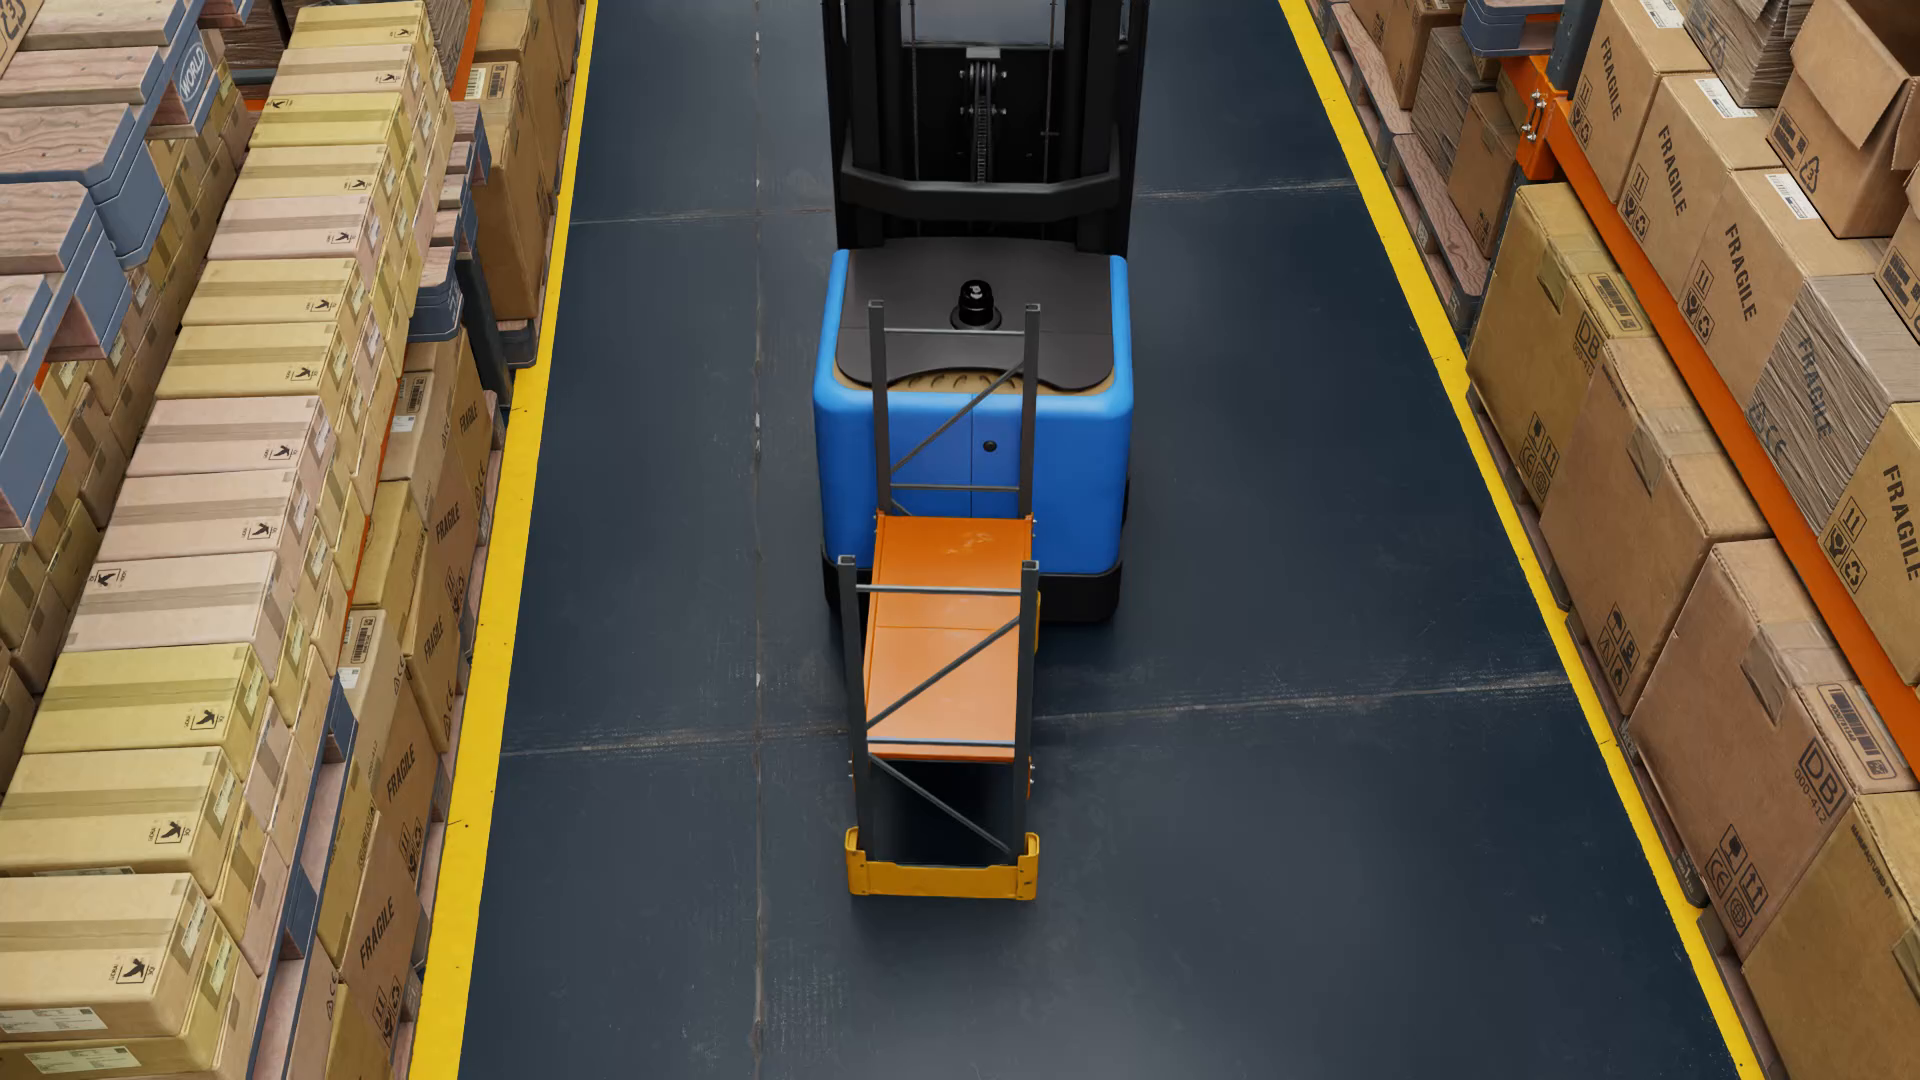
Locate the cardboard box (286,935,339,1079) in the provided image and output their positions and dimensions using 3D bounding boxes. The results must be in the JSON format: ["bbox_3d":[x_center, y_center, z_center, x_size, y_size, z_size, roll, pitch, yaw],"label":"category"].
[{"bbox_3d":[-1.791,1.223,3.942,0.500,0.250,0.500,-5,47,-5],"label":"cardboard box"}]

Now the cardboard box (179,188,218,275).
[{"bbox_3d":[-2.445,-0.910,4.930,0.380,0.149,0.250,-1,47,-1],"label":"cardboard box"}]

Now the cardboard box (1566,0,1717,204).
[{"bbox_3d":[2.393,-1.472,5.509,0.500,0.500,0.500,-2,47,-2],"label":"cardboard box"}]

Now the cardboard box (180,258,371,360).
[{"bbox_3d":[-1.723,-0.578,4.205,0.380,0.149,0.250,-1,47,-1],"label":"cardboard box"}]

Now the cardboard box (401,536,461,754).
[{"bbox_3d":[-1.911,0.355,5.280,0.500,0.500,0.500,-5,47,-5],"label":"cardboard box"}]

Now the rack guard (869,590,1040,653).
[{"bbox_3d":[-0.017,0.278,5.815,0.587,0.250,0.087,2,47,1],"label":"rack guard"}]

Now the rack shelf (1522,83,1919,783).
[{"bbox_3d":[2.791,-0.111,4.785,1.077,0.370,4.000,-3,47,-3],"label":"rack shelf"}]

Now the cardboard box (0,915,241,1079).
[{"bbox_3d":[-1.567,0.843,3.064,0.380,0.149,0.250,-3,47,-3],"label":"cardboard box"}]

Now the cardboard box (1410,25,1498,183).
[{"bbox_3d":[2.489,-1.982,7.479,0.700,0.500,0.500,-7,47,-7],"label":"cardboard box"}]

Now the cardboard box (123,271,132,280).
[{"bbox_3d":[-2.394,-0.735,4.354,0.380,0.149,0.250,-2,47,-1],"label":"cardboard box"}]

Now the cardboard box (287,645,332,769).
[{"bbox_3d":[-1.633,0.383,3.706,0.380,0.149,0.250,-3,47,-3],"label":"cardboard box"}]

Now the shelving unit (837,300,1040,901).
[{"bbox_3d":[-0.036,0.209,5.019,0.587,1.500,1.083,2,47,1],"label":"shelving unit"}]

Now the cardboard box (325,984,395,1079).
[{"bbox_3d":[-1.790,1.481,4.214,0.500,0.500,0.500,-2,47,-2],"label":"cardboard box"}]

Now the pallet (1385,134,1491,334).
[{"bbox_3d":[2.560,-1.412,7.442,1.003,0.211,1.213,-3,47,-3],"label":"pallet"}]

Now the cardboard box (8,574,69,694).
[{"bbox_3d":[-2.314,0.233,3.848,0.380,0.149,0.250,-5,47,-5],"label":"cardboard box"}]

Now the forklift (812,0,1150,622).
[{"bbox_3d":[0.093,-1.778,5.915,1.130,2.935,3.031,2,47,1],"label":"forklift"}]

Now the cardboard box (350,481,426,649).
[{"bbox_3d":[-1.929,0.092,5.013,0.500,0.250,0.500,-2,47,-2],"label":"cardboard box"}]

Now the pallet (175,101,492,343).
[{"bbox_3d":[-2.161,-1.002,5.265,1.213,0.211,1.003,-3,47,-3],"label":"pallet"}]

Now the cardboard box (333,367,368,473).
[{"bbox_3d":[-1.700,-0.288,4.136,0.380,0.149,0.250,-4,47,-4],"label":"cardboard box"}]

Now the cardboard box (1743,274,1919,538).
[{"bbox_3d":[2.525,-0.367,4.463,0.500,0.500,0.500,-3,47,-3],"label":"cardboard box"}]

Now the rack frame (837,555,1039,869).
[{"bbox_3d":[-0.054,0.571,4.676,0.500,1.500,0.032,2,47,1],"label":"rack frame"}]

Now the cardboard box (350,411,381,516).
[{"bbox_3d":[-1.699,-0.181,4.240,0.380,0.149,0.250,-5,47,-5],"label":"cardboard box"}]

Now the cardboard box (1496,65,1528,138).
[{"bbox_3d":[2.538,-1.838,6.827,0.500,0.250,0.500,-2,47,-2],"label":"cardboard box"}]

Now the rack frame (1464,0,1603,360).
[{"bbox_3d":[2.624,-1.806,5.894,1.000,3.000,0.127,-3,47,-3],"label":"rack frame"}]

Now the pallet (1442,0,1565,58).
[{"bbox_3d":[2.458,-2.249,6.446,1.213,0.211,1.003,-3,47,-3],"label":"pallet"}]

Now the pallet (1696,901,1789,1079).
[{"bbox_3d":[2.819,1.493,4.690,1.003,0.211,1.213,-3,47,-3],"label":"pallet"}]

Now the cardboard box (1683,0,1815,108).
[{"bbox_3d":[2.669,-1.655,4.992,0.797,0.503,0.637,-2,47,-2],"label":"cardboard box"}]

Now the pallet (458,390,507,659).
[{"bbox_3d":[-2.263,-0.053,6.155,1.003,0.211,1.213,-3,47,-3],"label":"pallet"}]

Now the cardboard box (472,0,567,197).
[{"bbox_3d":[-2.365,-2.027,7.364,1.050,0.750,0.750,-3,47,-3],"label":"cardboard box"}]

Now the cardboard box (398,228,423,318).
[{"bbox_3d":[-1.770,-0.760,4.788,0.380,0.149,0.250,-4,47,-4],"label":"cardboard box"}]

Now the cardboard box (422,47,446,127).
[{"bbox_3d":[-1.832,-1.408,5.196,0.380,0.149,0.250,-3,47,-2],"label":"cardboard box"}]

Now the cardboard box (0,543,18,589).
[{"bbox_3d":[-2.303,0.026,3.633,0.380,0.149,0.250,-5,47,-5],"label":"cardboard box"}]

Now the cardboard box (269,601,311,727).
[{"bbox_3d":[-1.635,0.281,3.597,0.380,0.149,0.250,-5,47,-5],"label":"cardboard box"}]

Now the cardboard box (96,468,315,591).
[{"bbox_3d":[-1.656,-0.012,3.669,0.380,0.149,0.250,-4,47,-4],"label":"cardboard box"}]

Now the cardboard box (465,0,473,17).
[{"bbox_3d":[-2.141,-2.321,6.313,0.500,0.500,0.500,-4,47,-4],"label":"cardboard box"}]

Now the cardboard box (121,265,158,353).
[{"bbox_3d":[-2.395,-0.624,4.454,0.380,0.149,0.250,-3,47,-3],"label":"cardboard box"}]

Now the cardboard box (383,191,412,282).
[{"bbox_3d":[-1.763,-0.844,4.662,0.380,0.149,0.250,-3,47,-3],"label":"cardboard box"}]

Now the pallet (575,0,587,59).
[{"bbox_3d":[-2.522,-2.959,8.907,1.003,0.211,1.213,-3,47,-3],"label":"pallet"}]

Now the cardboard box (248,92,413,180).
[{"bbox_3d":[-1.788,-1.142,4.740,0.380,0.149,0.250,-2,47,-2],"label":"cardboard box"}]

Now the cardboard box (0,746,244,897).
[{"bbox_3d":[-1.596,0.540,3.147,0.380,0.149,0.250,-2,47,-2],"label":"cardboard box"}]

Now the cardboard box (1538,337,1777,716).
[{"bbox_3d":[2.728,-0.074,5.428,1.225,0.875,0.875,-3,47,-3],"label":"cardboard box"}]

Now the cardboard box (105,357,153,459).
[{"bbox_3d":[-2.378,-0.340,4.390,0.380,0.149,0.250,-3,47,-3],"label":"cardboard box"}]

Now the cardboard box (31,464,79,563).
[{"bbox_3d":[-2.336,-0.073,3.932,0.380,0.149,0.250,-3,47,-3],"label":"cardboard box"}]

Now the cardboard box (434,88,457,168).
[{"bbox_3d":[-1.828,-1.307,5.305,0.380,0.149,0.250,-3,47,-3],"label":"cardboard box"}]

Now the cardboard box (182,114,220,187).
[{"bbox_3d":[-2.462,-1.180,4.980,0.380,0.149,0.250,-1,47,-1],"label":"cardboard box"}]

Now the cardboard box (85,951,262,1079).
[{"bbox_3d":[-1.567,0.946,3.172,0.380,0.149,0.250,-6,47,-5],"label":"cardboard box"}]
